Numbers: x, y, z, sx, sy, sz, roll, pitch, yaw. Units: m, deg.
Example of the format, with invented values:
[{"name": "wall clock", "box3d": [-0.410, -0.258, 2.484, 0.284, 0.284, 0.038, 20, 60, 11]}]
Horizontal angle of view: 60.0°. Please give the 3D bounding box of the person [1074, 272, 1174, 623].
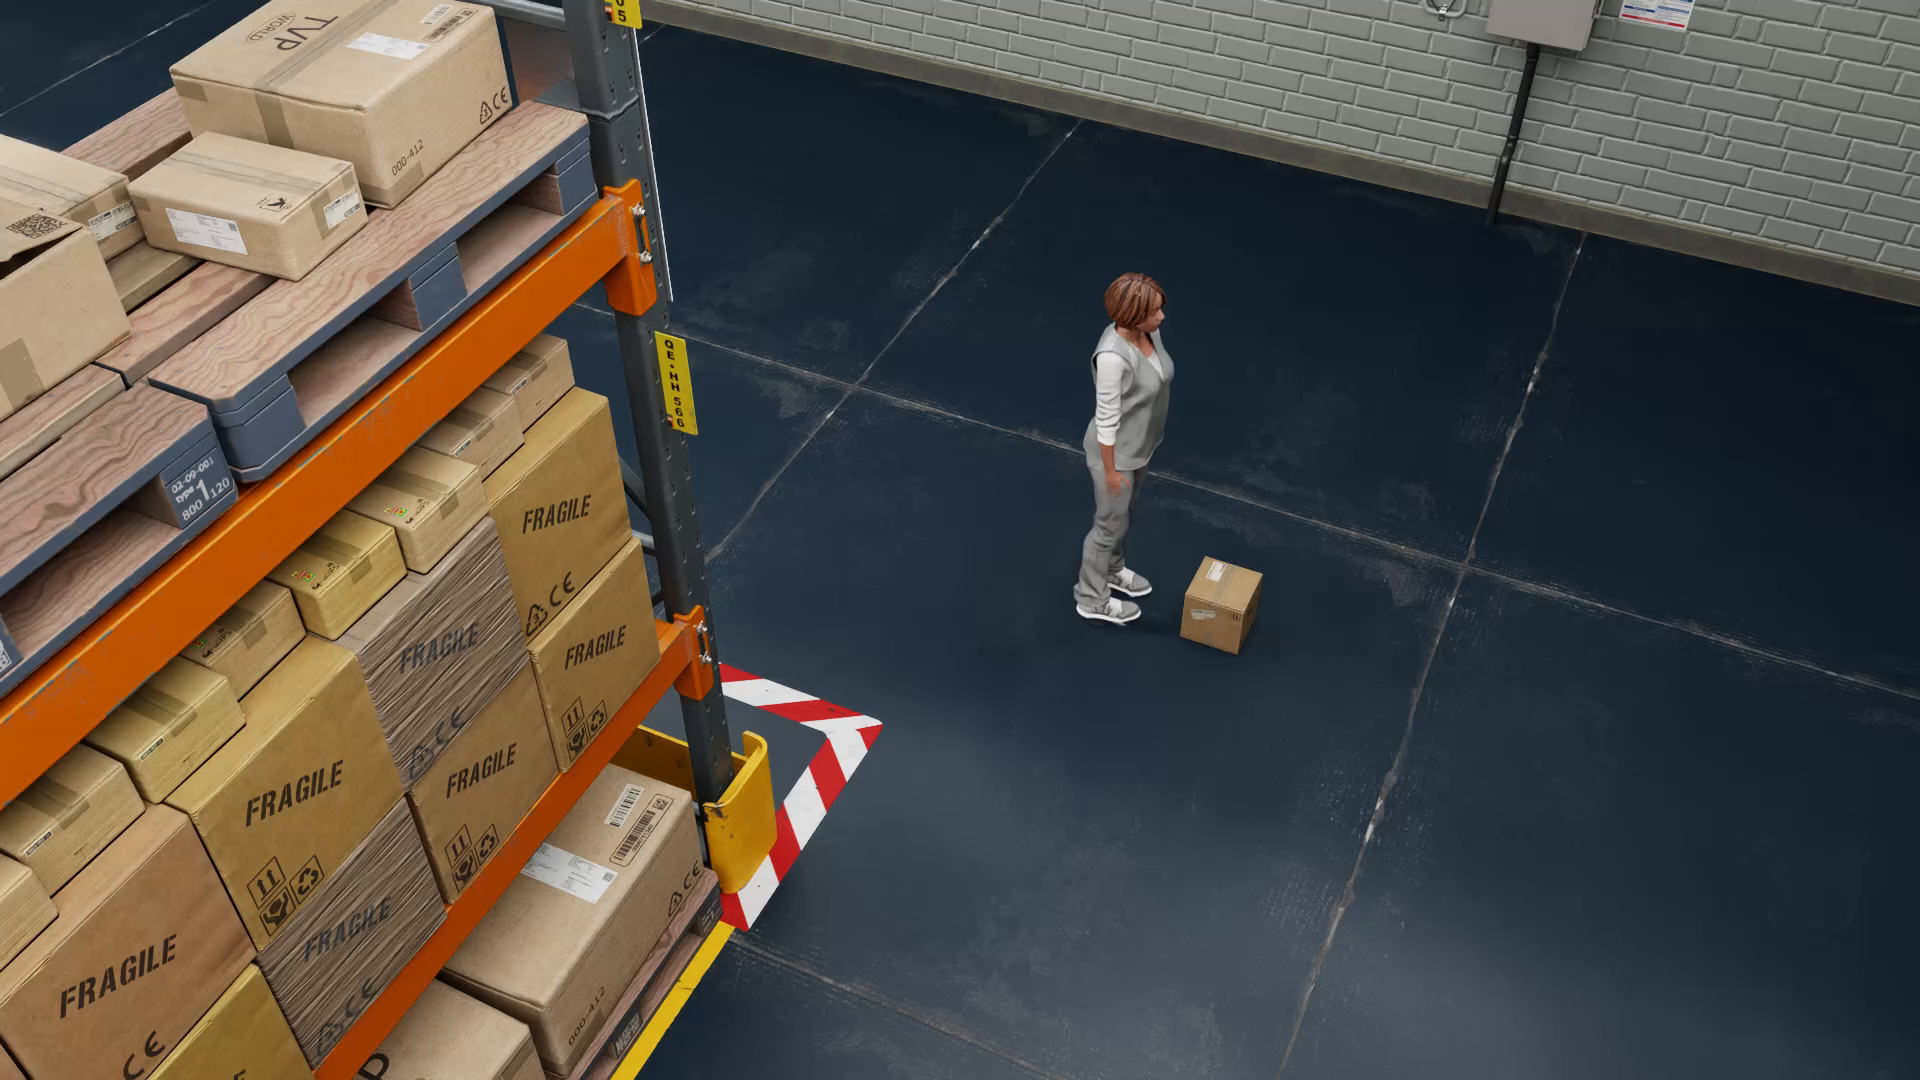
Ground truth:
[{"name": "person", "box3d": [0.657, -0.366, 6.564, 0.322, 1.603, 0.425, 19, 46, 20]}]
